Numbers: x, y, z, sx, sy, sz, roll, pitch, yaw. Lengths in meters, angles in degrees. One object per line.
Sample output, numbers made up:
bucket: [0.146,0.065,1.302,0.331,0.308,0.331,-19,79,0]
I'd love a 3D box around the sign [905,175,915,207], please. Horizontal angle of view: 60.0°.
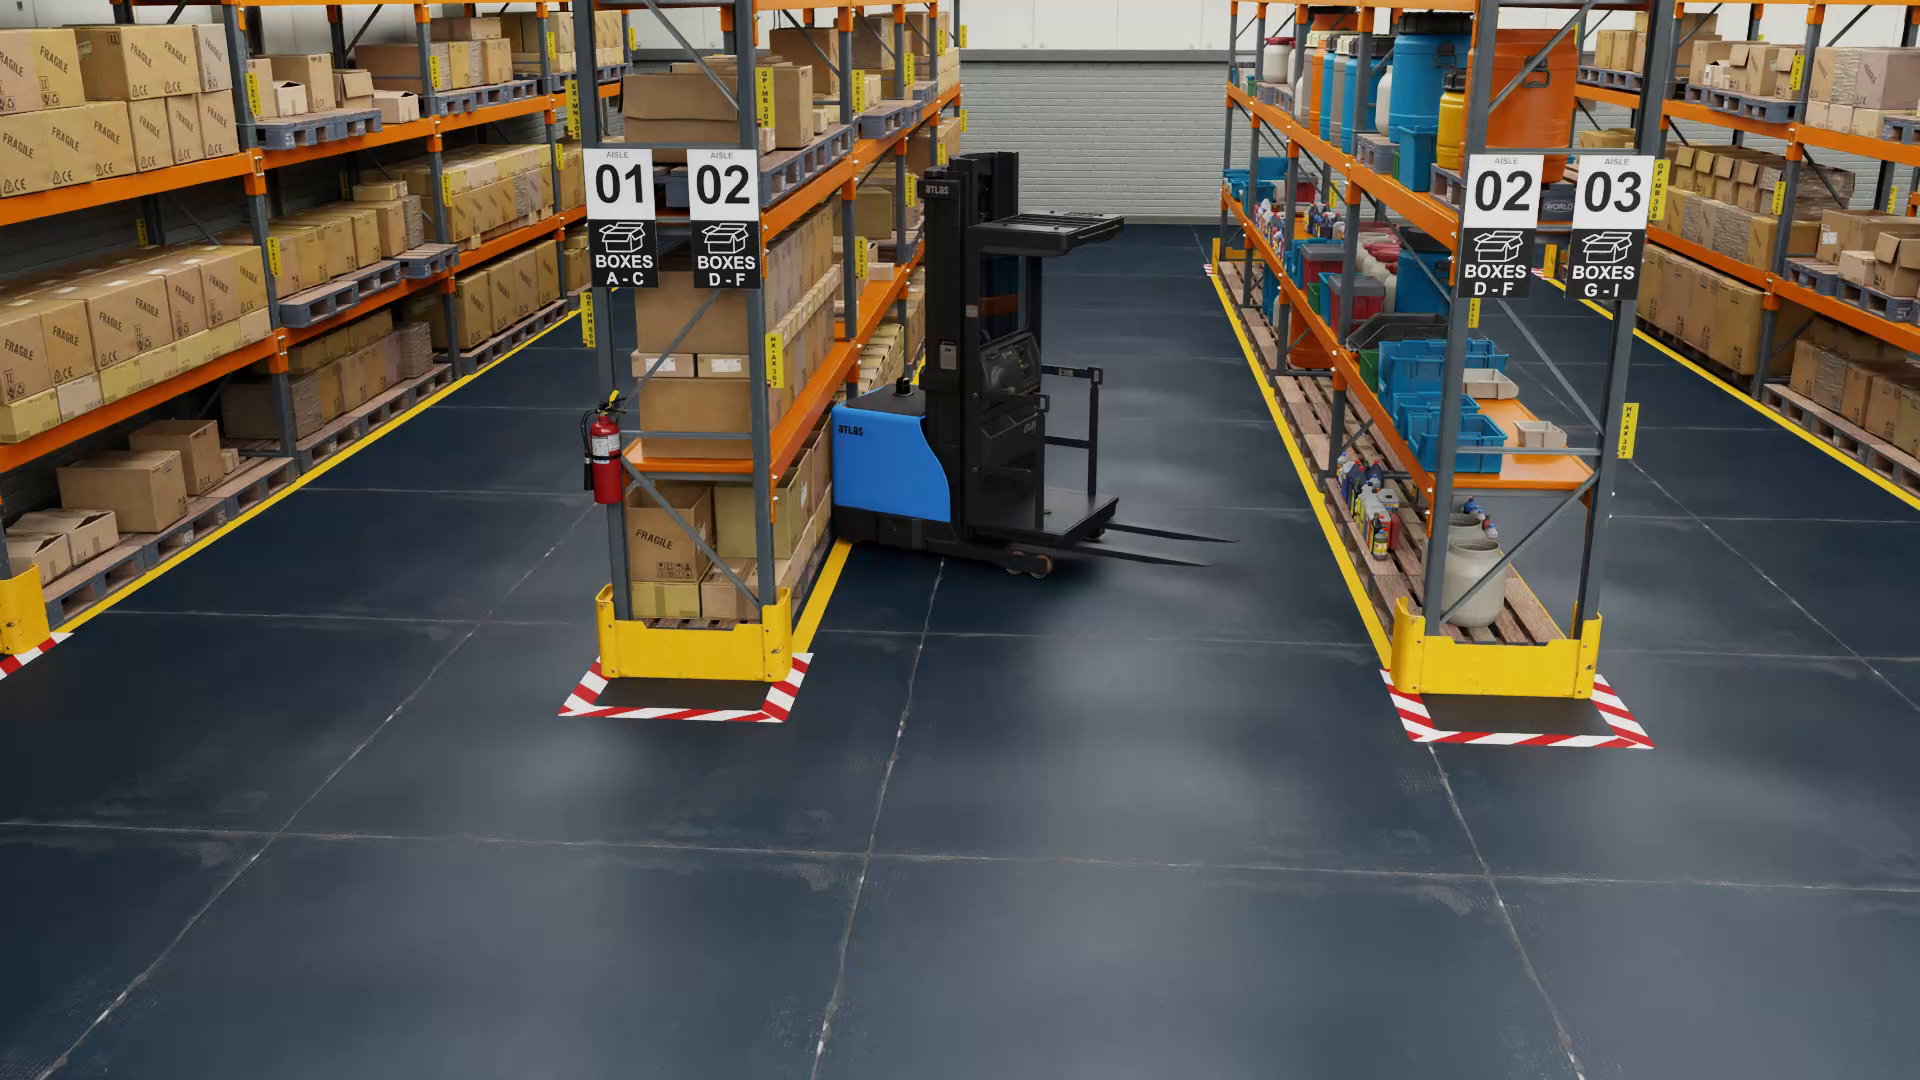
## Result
sign: [-0.521,-3.647,17.375,0.100,0.325,0.005,1,18,4]

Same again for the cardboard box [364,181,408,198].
cardboard box: [-6.011,-3.674,17.410,0.380,0.149,0.250,-1,18,-3]

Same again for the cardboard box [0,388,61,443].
cardboard box: [-6.238,-0.815,10.802,0.500,0.250,0.500,1,18,2]

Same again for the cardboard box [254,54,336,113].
cardboard box: [-6.096,-4.198,15.266,0.500,0.500,0.500,1,18,2]

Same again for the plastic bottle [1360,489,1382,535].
plastic bottle: [3.049,-0.214,12.307,0.144,0.351,0.185,2,18,6]

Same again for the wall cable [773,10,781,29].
wall cable: [-4.681,-8.826,30.393,3.097,2.526,0.112,1,18,4]

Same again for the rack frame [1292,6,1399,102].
rack frame: [3.865,-5.847,16.315,1.000,3.000,0.127,1,18,4]

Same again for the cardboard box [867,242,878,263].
cardboard box: [-1.145,-2.953,17.262,0.500,0.311,0.500,2,18,7]

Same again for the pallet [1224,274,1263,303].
pallet: [4.251,-3.522,23.334,1.003,0.211,1.213,1,18,4]

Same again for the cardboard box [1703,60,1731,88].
cardboard box: [8.924,-5.372,19.151,0.500,0.311,0.500,1,18,2]

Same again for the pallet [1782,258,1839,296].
pallet: [8.861,-2.571,16.259,1.213,0.211,1.003,1,18,4]

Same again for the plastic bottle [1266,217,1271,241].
plastic bottle: [3.613,-3.617,19.350,0.097,0.271,0.097,0,18,0]

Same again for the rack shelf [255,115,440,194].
rack shelf: [-6.160,-3.680,15.673,1.077,0.370,4.000,1,18,4]

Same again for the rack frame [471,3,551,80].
rack frame: [-5.729,-7.310,20.781,1.000,3.000,0.127,1,18,4]

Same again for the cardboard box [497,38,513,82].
cardboard box: [-5.902,-5.871,20.337,0.700,0.500,0.500,0,18,1]

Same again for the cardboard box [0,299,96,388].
cardboard box: [-6.210,-1.322,11.144,0.500,0.500,0.500,1,18,4]

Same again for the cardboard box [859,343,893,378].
cardboard box: [-0.937,-1.781,16.381,0.500,0.311,0.500,1,18,4]

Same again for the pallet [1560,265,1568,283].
pallet: [9.400,-3.795,24.165,1.003,0.211,1.213,1,18,4]

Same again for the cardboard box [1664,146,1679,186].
cardboard box: [8.859,-4.703,21.017,0.500,0.500,0.500,2,18,5]

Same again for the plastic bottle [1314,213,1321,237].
plastic bottle: [4.249,-3.733,19.704,0.097,0.271,0.097,0,18,0]

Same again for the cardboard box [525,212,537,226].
cardboard box: [-5.490,-3.996,20.674,0.380,0.149,0.250,1,18,4]

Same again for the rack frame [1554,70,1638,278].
rack frame: [9.379,-5.370,24.494,1.000,3.000,0.127,1,18,4]

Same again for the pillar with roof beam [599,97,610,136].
pillar with roof beam: [-1.818,-9.314,26.897,9.100,9.000,0.400,1,18,4]

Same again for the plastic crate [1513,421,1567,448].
plastic crate: [3.677,-0.657,10.534,0.298,0.136,0.250,1,18,4]

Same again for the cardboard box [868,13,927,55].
cardboard box: [-0.791,-6.450,21.206,0.700,0.500,0.500,1,18,4]

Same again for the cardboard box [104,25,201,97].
cardboard box: [-6.097,-3.599,12.475,0.500,0.500,0.500,2,18,7]

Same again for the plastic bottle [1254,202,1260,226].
plastic bottle: [3.691,-4.037,20.614,0.061,0.283,0.133,1,18,4]

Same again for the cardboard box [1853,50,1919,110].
cardboard box: [8.446,-4.142,14.965,0.500,0.500,0.500,1,18,2]

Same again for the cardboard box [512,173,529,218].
cardboard box: [-5.582,-4.194,20.236,0.500,0.500,0.500,1,18,4]

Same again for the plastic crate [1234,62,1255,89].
plastic crate: [4.055,-6.408,22.945,0.504,0.338,0.767,1,18,4]

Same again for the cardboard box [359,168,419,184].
cardboard box: [-6.242,-3.918,18.190,0.500,0.250,0.500,2,18,5]

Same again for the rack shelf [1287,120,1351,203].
rack shelf: [3.722,-3.458,14.998,1.077,0.370,4.000,1,18,4]

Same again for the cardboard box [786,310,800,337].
cardboard box: [-1.315,-1.496,11.469,0.380,0.149,0.250,1,18,3]

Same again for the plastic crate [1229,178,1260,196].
plastic crate: [3.998,-4.951,23.389,0.416,0.233,0.300,1,18,4]

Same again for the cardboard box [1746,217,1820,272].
cardboard box: [8.594,-3.092,17.381,0.500,0.500,0.500,2,18,6]

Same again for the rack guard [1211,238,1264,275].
rack guard: [4.428,-4.300,25.245,1.175,0.500,0.348,1,18,4]

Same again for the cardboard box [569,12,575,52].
cardboard box: [-5.368,-6.792,22.218,0.500,0.500,0.500,1,18,3]

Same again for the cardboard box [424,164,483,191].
cardboard box: [-5.689,-4.074,18.664,0.500,0.250,0.500,1,18,3]

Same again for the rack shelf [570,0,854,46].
rack shelf: [-1.505,-3.563,11.143,1.077,0.370,4.000,1,18,4]

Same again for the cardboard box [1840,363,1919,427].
cardboard box: [8.717,-1.349,15.531,0.700,0.500,0.500,3,18,9]

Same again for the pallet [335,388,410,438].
pallet: [-6.164,-1.271,16.464,1.003,0.211,1.213,1,18,4]

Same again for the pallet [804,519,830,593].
pallet: [-1.545,0.086,12.322,1.003,0.211,1.213,1,18,4]

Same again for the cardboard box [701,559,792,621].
cardboard box: [-1.388,0.322,10.863,0.500,0.250,0.500,1,18,4]

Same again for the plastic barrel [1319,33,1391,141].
plastic barrel: [3.492,-3.986,14.649,0.600,0.901,0.708,1,18,4]

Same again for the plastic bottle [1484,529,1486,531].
plastic bottle: [3.740,0.021,11.829,0.097,0.201,0.097,0,18,0]

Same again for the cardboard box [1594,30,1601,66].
cardboard box: [9.395,-6.927,23.434,0.700,0.500,0.500,0,18,1]

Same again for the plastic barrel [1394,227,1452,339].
plastic barrel: [3.908,-2.105,13.725,0.600,0.901,0.708,1,18,4]

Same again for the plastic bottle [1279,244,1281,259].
plastic bottle: [3.512,-3.144,18.019,0.097,0.201,0.097,0,18,0]

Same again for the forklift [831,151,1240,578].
forklift: [0.557,-1.305,12.198,3.031,2.935,1.130,9,20,25]

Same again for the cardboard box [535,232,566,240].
cardboard box: [-5.728,-4.214,23.265,0.380,0.149,0.250,1,18,2]

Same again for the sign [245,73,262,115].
sign: [-5.761,-3.636,13.555,0.100,0.325,0.005,1,18,4]

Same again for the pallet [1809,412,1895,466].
pallet: [8.658,-0.940,15.452,1.003,0.211,1.213,1,18,4]

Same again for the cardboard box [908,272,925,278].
cardboard box: [-0.582,-3.058,20.747,0.500,0.500,0.500,1,18,4]

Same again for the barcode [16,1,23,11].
barcode: [-6.832,-3.881,12.081,0.001,0.075,0.075,1,18,4]

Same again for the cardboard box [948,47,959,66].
cardboard box: [-0.284,-7.019,24.147,0.500,0.250,0.500,1,18,4]

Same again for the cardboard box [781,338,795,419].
cardboard box: [-1.528,-1.133,11.402,0.700,0.500,0.500,1,18,4]

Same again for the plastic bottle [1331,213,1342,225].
plastic bottle: [4.334,-3.580,19.110,0.144,0.351,0.185,1,18,4]
